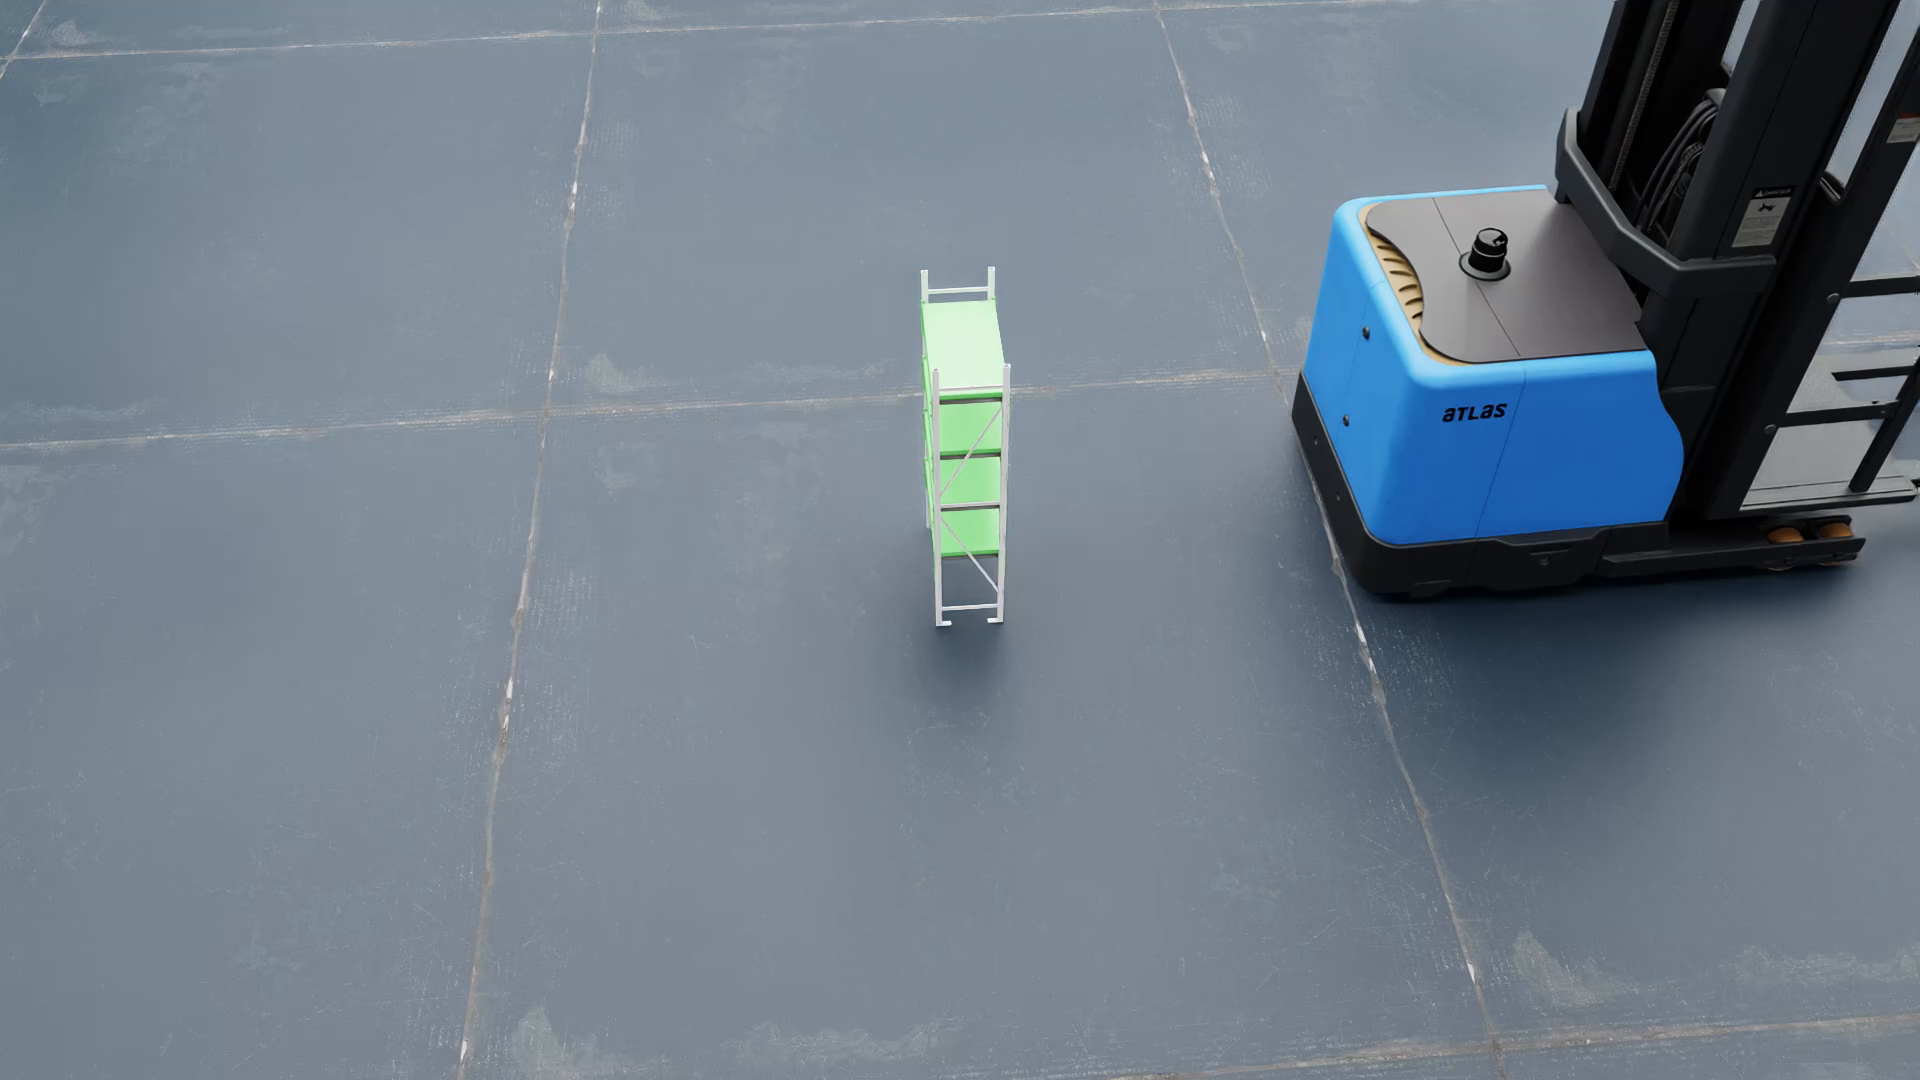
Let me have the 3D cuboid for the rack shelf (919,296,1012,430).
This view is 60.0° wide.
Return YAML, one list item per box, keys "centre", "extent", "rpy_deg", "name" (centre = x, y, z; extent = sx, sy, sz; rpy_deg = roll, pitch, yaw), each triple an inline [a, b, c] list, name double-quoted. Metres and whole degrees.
- centre: [0.014, -0.579, 5.399]
  extent: [0.258, 0.148, 0.480]
  rpy_deg: [-3, 47, -3]
  name: "rack shelf"

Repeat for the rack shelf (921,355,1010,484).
- centre: [0.014, -0.414, 5.573]
  extent: [0.258, 0.148, 0.480]
  rpy_deg: [-3, 47, -3]
  name: "rack shelf"

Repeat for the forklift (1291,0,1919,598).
- centre: [2.874, -1.273, 5.436]
  extent: [3.031, 2.935, 1.130]
  rpy_deg: [-5, 47, -5]
  name: "forklift"

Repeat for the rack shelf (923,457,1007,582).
- centre: [0.014, -0.084, 5.922]
  extent: [0.258, 0.148, 0.480]
  rpy_deg: [-3, 47, -3]
  name: "rack shelf"

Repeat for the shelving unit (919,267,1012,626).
- centre: [0.014, -0.293, 5.701]
  extent: [0.258, 1.200, 0.503]
  rpy_deg: [-3, 47, -3]
  name: "shelving unit"

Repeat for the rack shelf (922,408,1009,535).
- centre: [0.014, -0.249, 5.747]
  extent: [0.258, 0.148, 0.480]
  rpy_deg: [-3, 47, -3]
  name: "rack shelf"

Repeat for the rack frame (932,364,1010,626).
- centre: [0.034, -0.116, 5.534]
  extent: [0.240, 1.200, 0.015]
  rpy_deg: [-3, 47, -3]
  name: "rack frame"

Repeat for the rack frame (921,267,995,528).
- centre: [-0.007, -0.469, 5.868]
  extent: [0.240, 1.200, 0.015]
  rpy_deg: [-3, 47, -3]
  name: "rack frame"
